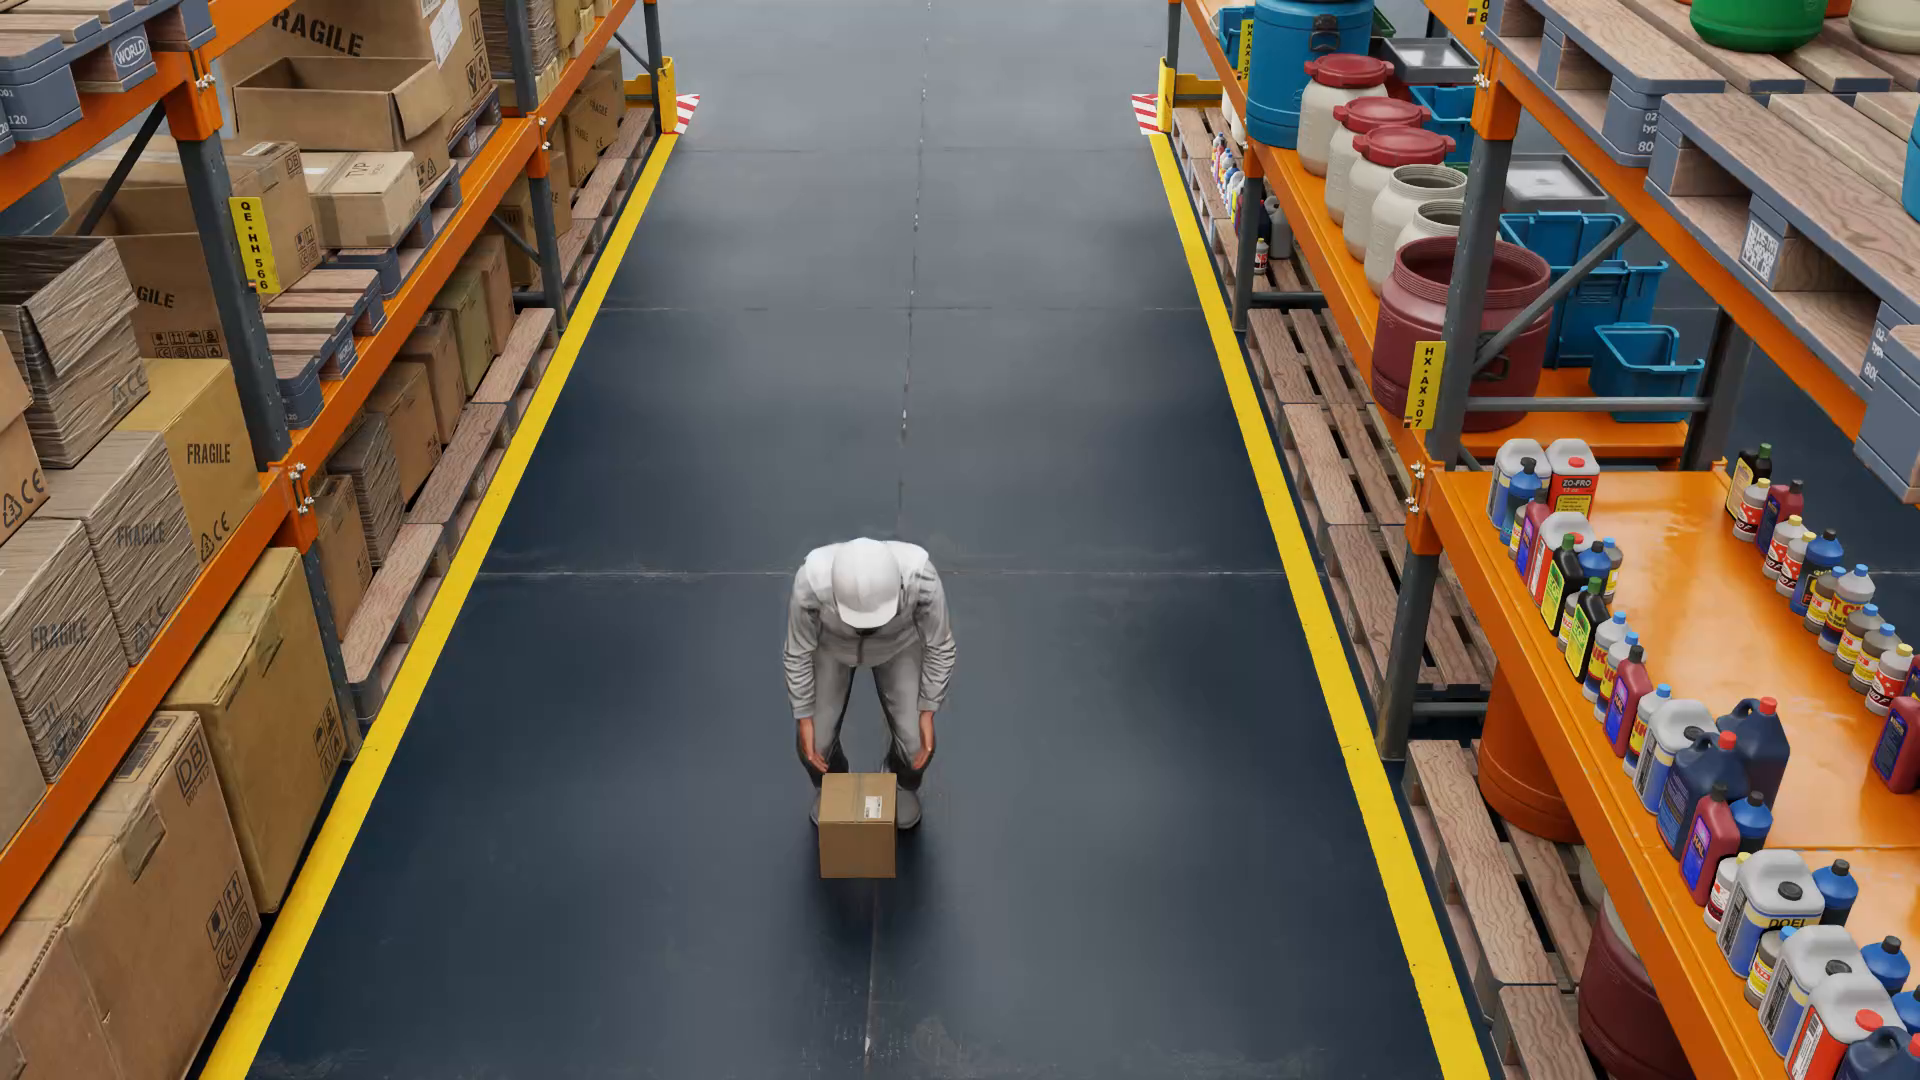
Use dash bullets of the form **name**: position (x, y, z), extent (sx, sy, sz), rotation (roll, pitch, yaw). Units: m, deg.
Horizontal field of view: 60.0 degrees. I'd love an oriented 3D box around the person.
- **person**: position (-0.306, 0.448, 5.772), extent (0.590, 1.363, 0.797), rotation (0, 31, 0)
